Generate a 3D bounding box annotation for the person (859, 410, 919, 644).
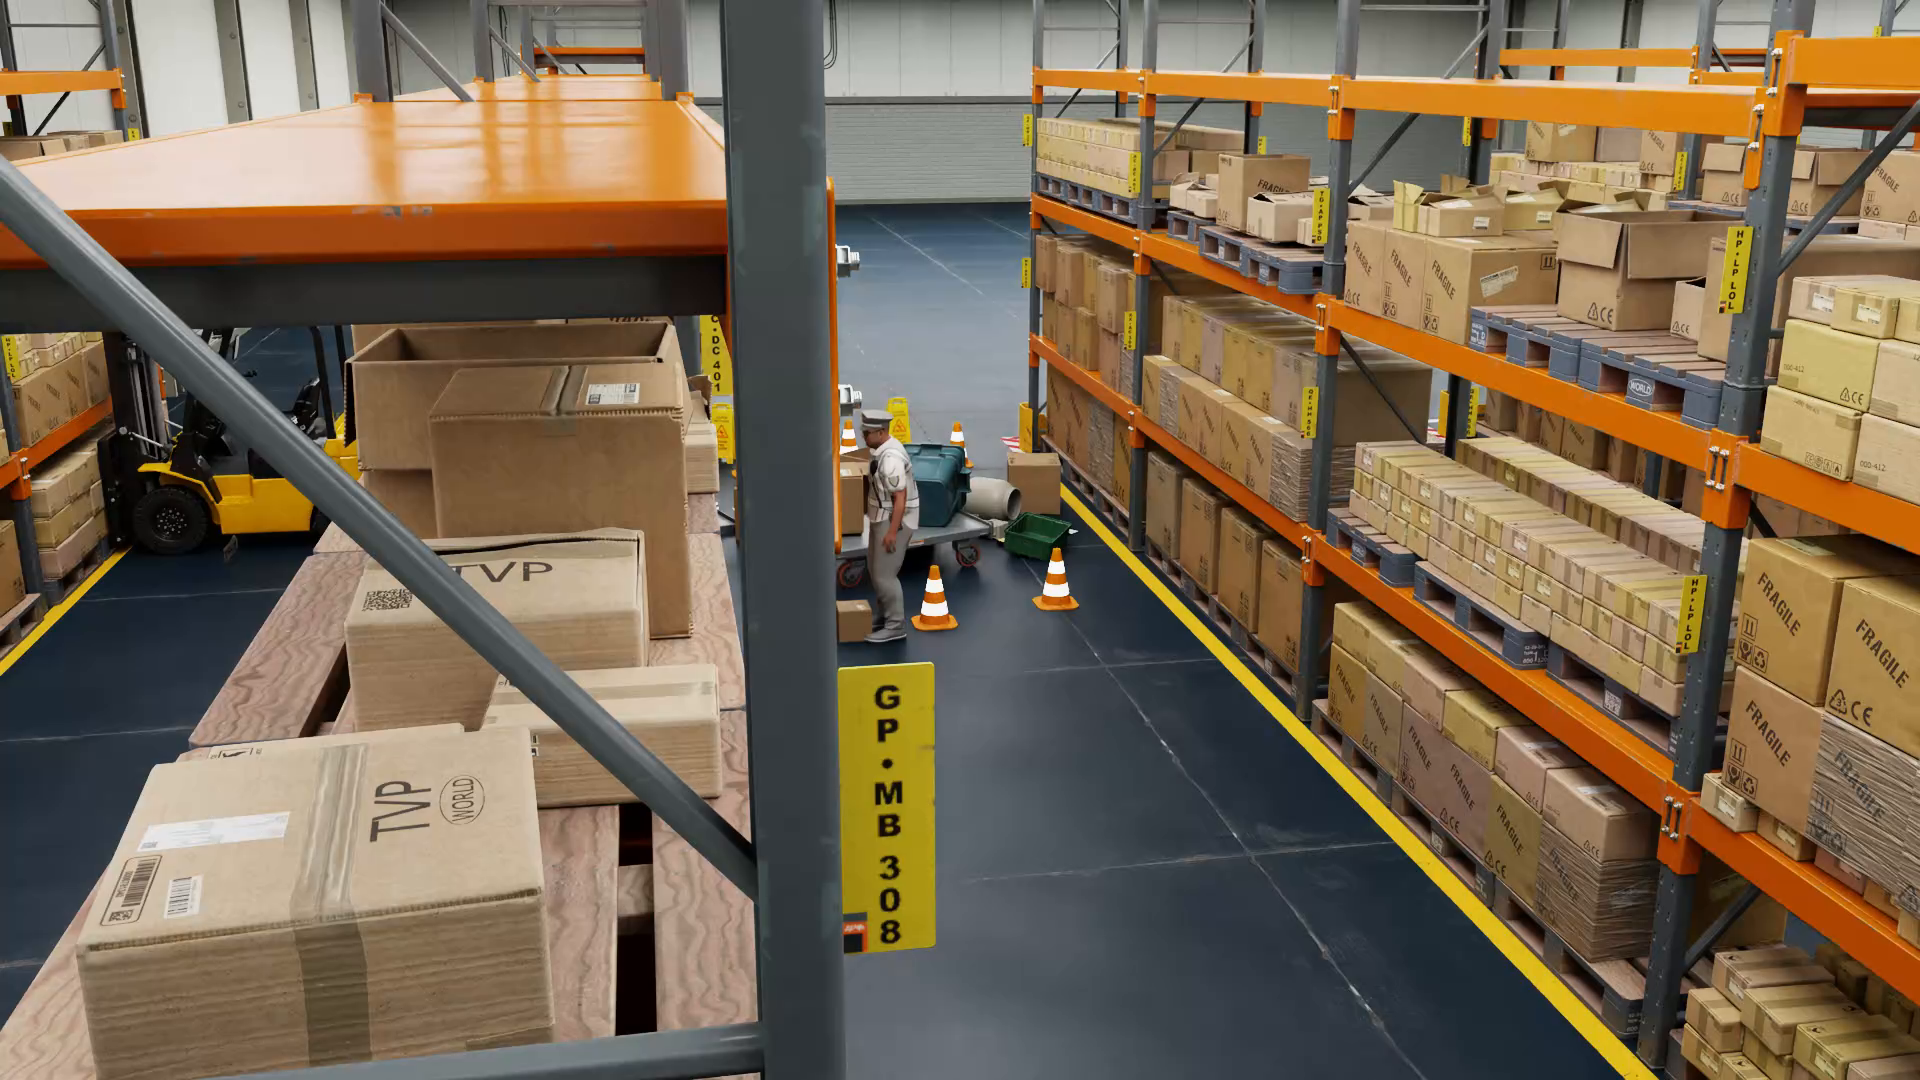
[{"bbox_3d":[-0.538,-0.121,12.439,0.443,1.746,0.590,-4,17,-13],"label":"person"}]
